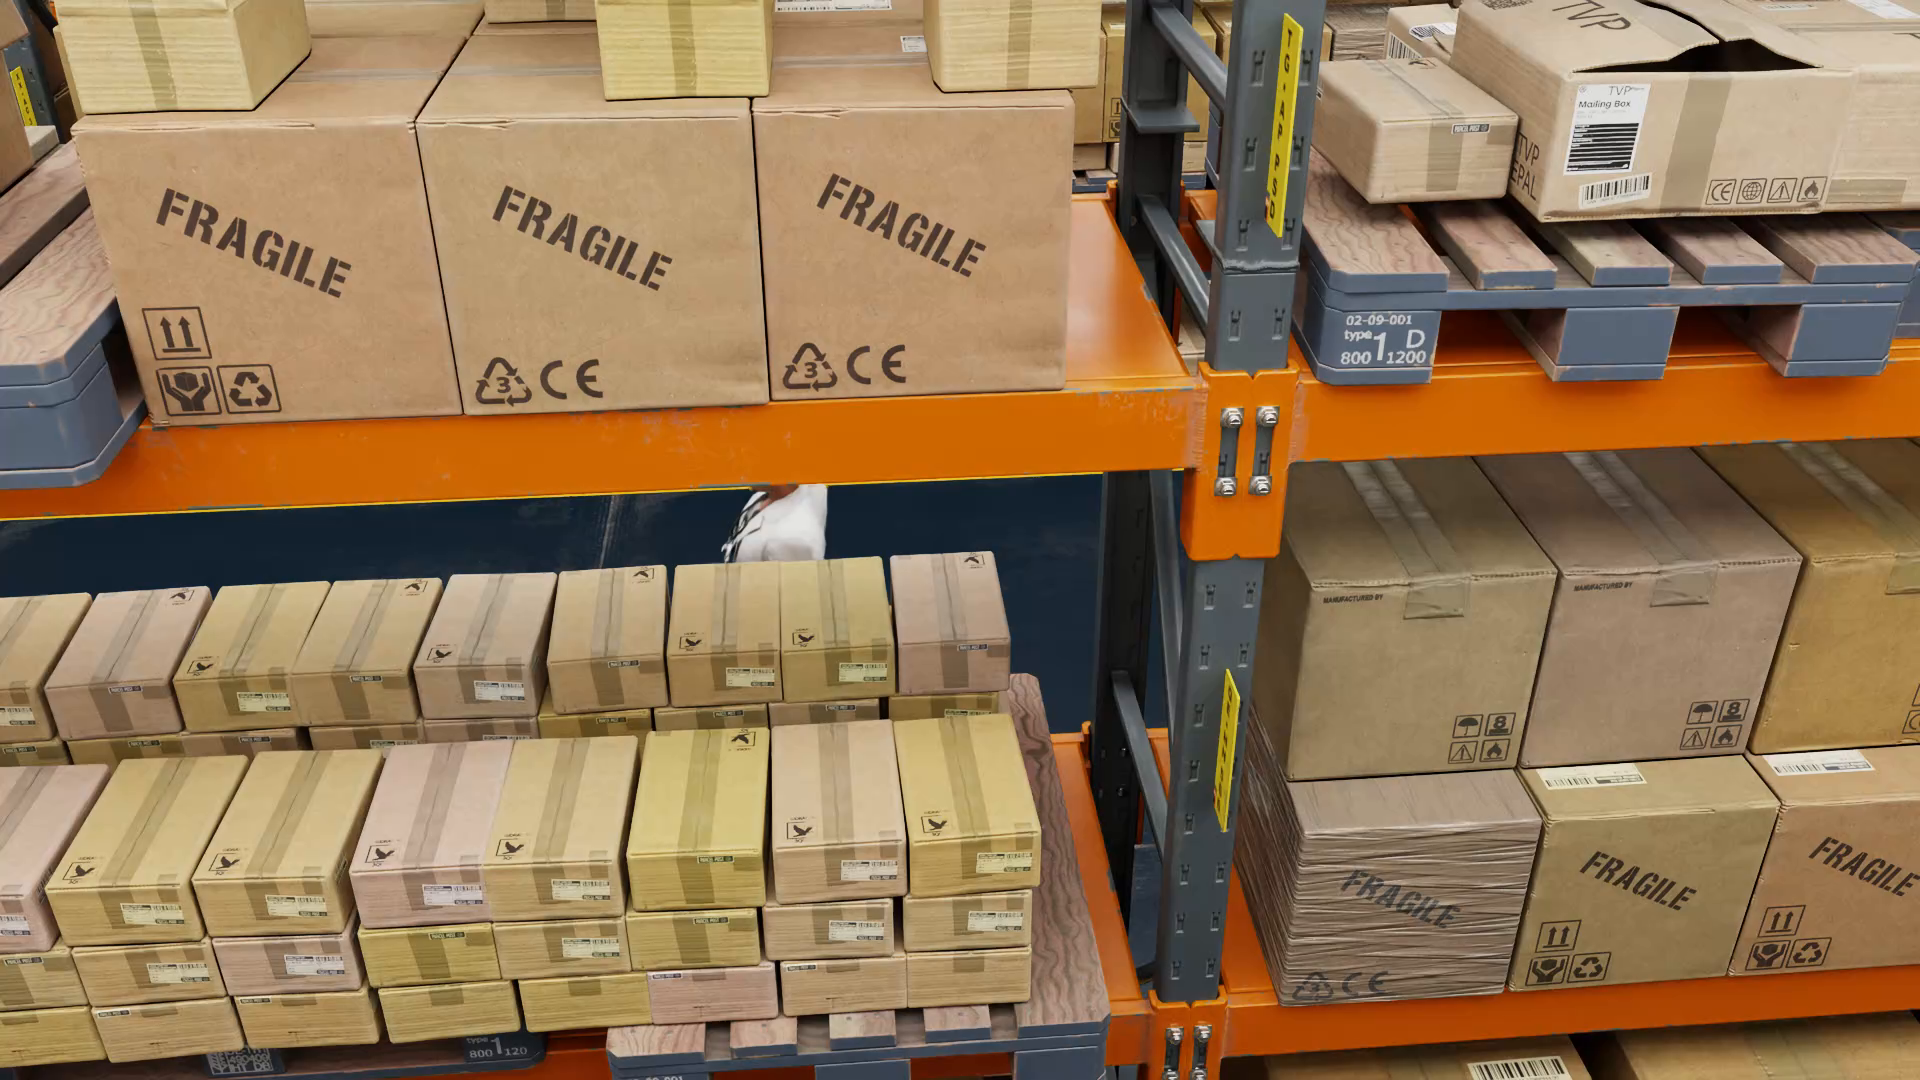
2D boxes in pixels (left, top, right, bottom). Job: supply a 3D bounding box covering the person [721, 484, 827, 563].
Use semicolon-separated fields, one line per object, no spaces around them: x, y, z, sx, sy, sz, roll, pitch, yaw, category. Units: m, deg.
-0.601;0.416;5.462;0.386;1.768;0.606;-2;31;-3;person
